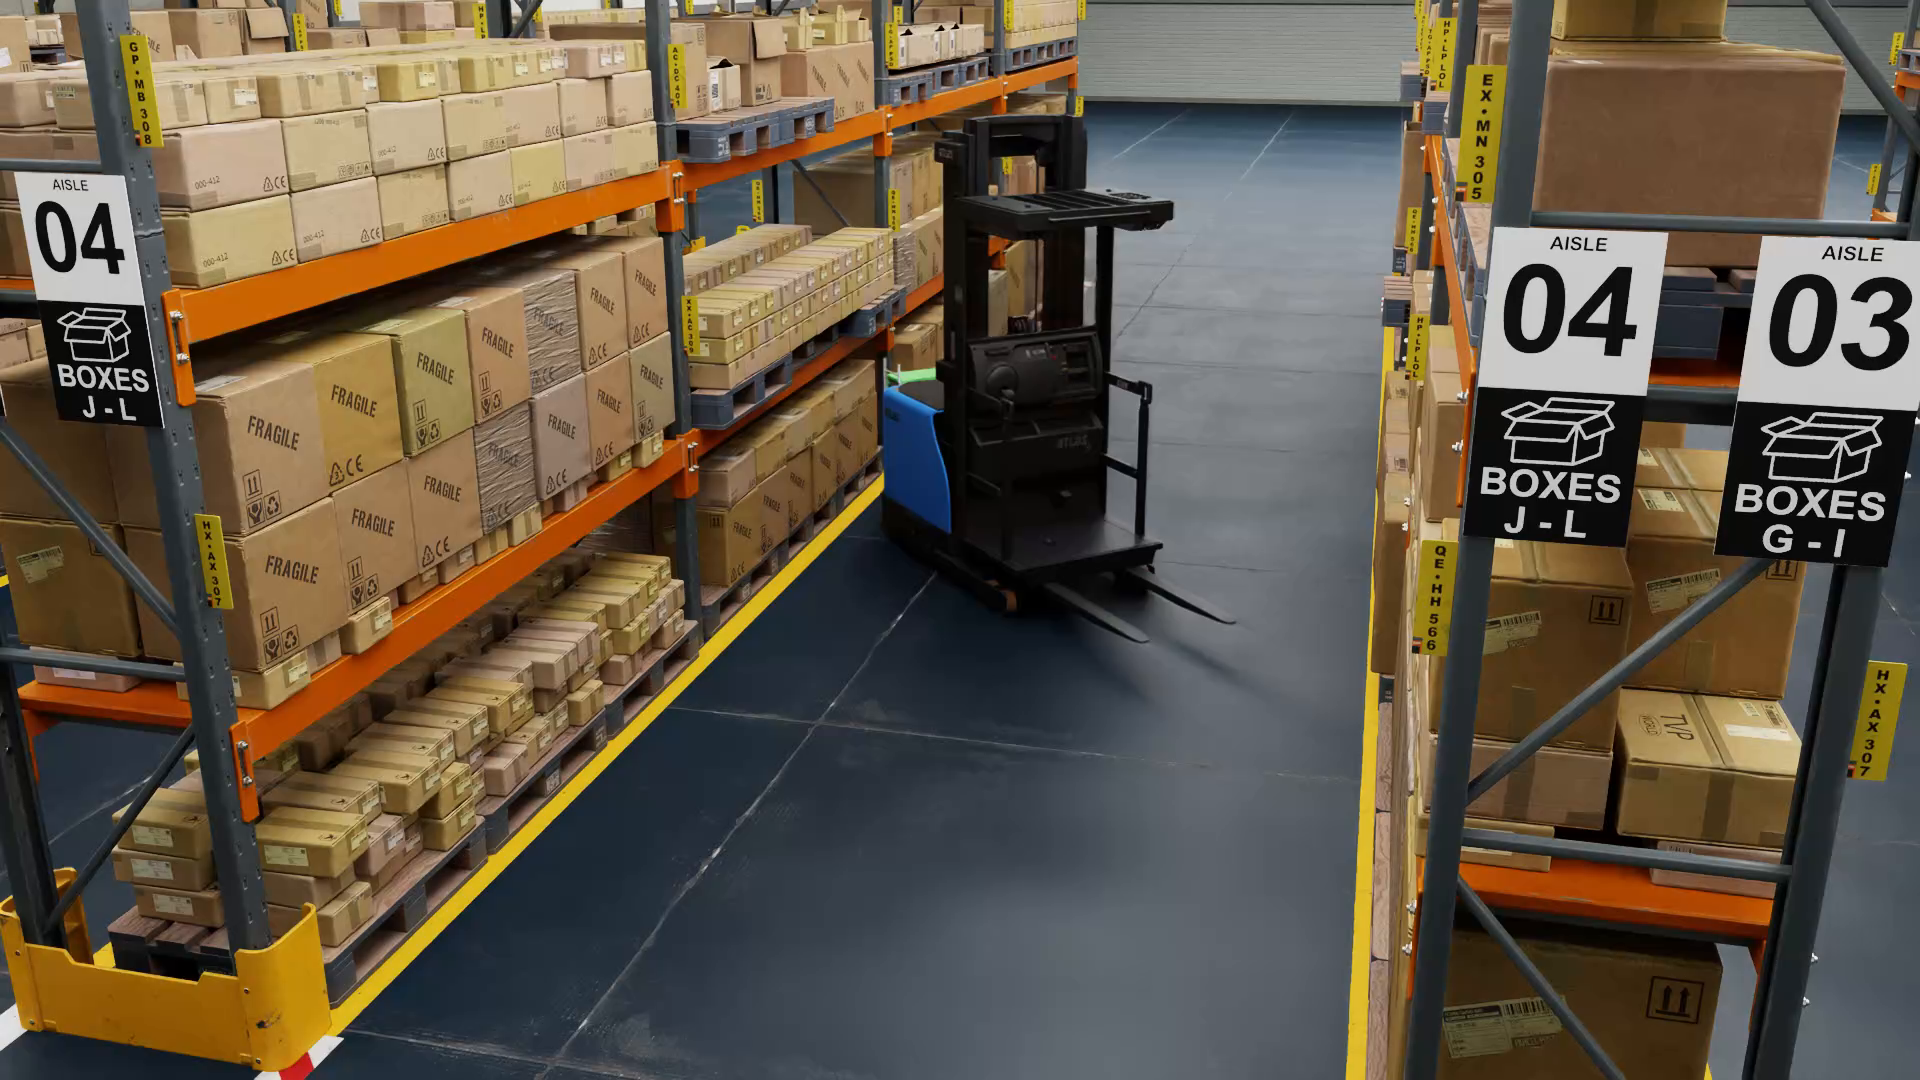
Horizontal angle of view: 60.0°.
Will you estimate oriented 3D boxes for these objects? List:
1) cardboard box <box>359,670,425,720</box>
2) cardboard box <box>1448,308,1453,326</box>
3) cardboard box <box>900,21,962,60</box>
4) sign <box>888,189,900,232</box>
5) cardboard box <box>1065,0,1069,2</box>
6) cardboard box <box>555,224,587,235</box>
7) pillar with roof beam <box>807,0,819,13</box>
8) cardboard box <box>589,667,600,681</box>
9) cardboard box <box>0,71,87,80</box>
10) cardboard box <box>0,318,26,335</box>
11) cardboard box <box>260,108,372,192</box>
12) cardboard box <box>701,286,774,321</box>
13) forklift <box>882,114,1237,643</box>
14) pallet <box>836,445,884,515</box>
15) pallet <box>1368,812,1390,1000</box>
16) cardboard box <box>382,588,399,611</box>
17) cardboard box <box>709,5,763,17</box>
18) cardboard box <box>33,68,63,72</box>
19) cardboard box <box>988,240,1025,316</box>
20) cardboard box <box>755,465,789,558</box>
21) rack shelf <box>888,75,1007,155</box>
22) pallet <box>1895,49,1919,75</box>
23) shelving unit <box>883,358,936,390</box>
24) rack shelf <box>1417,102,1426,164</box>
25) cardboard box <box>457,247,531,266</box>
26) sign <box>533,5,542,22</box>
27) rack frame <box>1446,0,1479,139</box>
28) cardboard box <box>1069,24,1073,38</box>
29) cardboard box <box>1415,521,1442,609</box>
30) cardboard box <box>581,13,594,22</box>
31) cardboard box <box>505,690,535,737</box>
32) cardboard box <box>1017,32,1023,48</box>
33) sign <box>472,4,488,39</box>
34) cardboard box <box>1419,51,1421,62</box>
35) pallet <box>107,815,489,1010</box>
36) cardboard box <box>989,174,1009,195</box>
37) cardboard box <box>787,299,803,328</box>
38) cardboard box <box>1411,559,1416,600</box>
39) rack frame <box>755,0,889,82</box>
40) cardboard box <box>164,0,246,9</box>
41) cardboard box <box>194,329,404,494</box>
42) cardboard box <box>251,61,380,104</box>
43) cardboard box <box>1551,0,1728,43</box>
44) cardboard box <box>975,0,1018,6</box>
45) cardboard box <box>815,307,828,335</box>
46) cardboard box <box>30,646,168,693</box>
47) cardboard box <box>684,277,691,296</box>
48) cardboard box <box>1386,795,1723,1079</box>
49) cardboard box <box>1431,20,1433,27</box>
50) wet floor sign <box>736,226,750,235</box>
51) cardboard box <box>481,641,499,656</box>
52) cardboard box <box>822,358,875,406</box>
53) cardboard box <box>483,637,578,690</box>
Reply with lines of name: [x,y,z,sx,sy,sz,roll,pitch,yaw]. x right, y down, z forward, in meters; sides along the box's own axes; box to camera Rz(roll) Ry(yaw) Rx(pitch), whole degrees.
cardboard box: [-2.744,0.719,7.783,0.380,0.149,0.250,4,19,12]
cardboard box: [2.917,-1.113,8.600,0.797,0.503,0.637,4,19,12]
cardboard box: [-0.276,-4.378,14.557,0.500,0.311,0.500,4,19,11]
sign: [-0.510,-2.538,12.809,0.100,0.325,0.005,5,19,13]
cardboard box: [1.038,-6.208,18.932,0.380,0.149,0.250,5,19,14]
cardboard box: [-4.391,-3.438,18.553,0.380,0.149,0.250,5,19,14]
pillar with roof beam: [0.271,-15.199,42.265,9.100,9.000,0.400,5,19,13]
cardboard box: [-2.110,0.722,8.694,0.380,0.149,0.250,4,19,12]
cardboard box: [-3.063,-1.532,5.735,0.380,0.149,0.250,5,19,14]
cardboard box: [-6.460,-1.454,10.763,0.500,0.250,0.500,4,19,12]
cardboard box: [-2.507,-1.426,6.039,0.500,0.250,0.500,4,19,13]
cardboard box: [-1.346,-1.430,10.053,0.380,0.149,0.250,5,19,14]
forklift: [0.592,-1.084,10.326,1.130,2.935,3.031,-10,21,-27]
pallet: [-1.231,-0.503,12.834,1.003,0.211,1.213,5,19,13]
pallet: [2.211,1.545,6.838,1.003,0.211,1.213,5,19,13]
cardboard box: [-2.526,0.228,6.768,0.380,0.149,0.250,6,20,16]
cardboard box: [-1.555,-3.547,11.451,0.396,0.266,0.258,5,19,13]
cardboard box: [-6.192,-3.050,11.046,0.380,0.166,0.250,3,19,10]
cardboard box: [0.160,-2.706,17.607,0.875,0.875,0.875,5,19,14]
cardboard box: [-1.451,-0.206,10.868,0.500,0.500,0.500,6,20,16]
rack shelf: [-0.550,-3.773,14.567,1.077,0.370,4.000,5,19,13]
pallet: [10.207,-4.839,16.866,1.003,0.211,1.213,5,19,13]
shelving unit: [-0.265,-0.725,11.954,0.503,1.200,0.258,-10,21,-28]
rack shelf: [4.235,-3.350,13.327,1.077,0.370,4.000,5,19,13]
cardboard box: [-2.474,-1.189,8.367,0.500,0.500,0.500,4,19,12]
sign: [-4.347,-5.488,17.065,0.100,0.325,0.005,5,19,13]
rack frame: [2.769,-3.229,7.220,1.000,3.000,0.127,5,19,13]
cardboard box: [1.101,-5.912,19.298,0.380,0.149,0.250,5,19,14]
cardboard box: [2.025,0.139,6.413,0.500,0.250,0.500,5,19,13]
cardboard box: [-4.282,-5.759,18.423,0.380,0.149,0.250,4,19,12]
cardboard box: [-2.278,0.806,7.988,0.380,0.149,0.250,6,20,16]
cardboard box: [0.419,-5.036,16.736,0.380,0.149,0.250,5,19,14]
sign: [-2.555,-2.707,8.922,0.100,0.325,0.005,5,19,13]
cardboard box: [5.212,-5.207,17.884,0.500,0.250,0.500,4,19,12]
pallet: [-2.742,1.484,7.017,1.003,0.211,1.213,5,19,13]
cardboard box: [0.017,-3.509,17.088,0.875,0.550,0.550,5,19,13]
cardboard box: [-1.223,-1.450,10.571,0.380,0.149,0.250,5,20,16]
cardboard box: [2.058,0.201,6.846,0.380,0.149,0.250,5,19,14]
rack frame: [-1.039,-4.906,12.130,1.000,3.000,0.127,5,19,13]
cardboard box: [-9.122,-6.388,20.144,0.797,0.503,0.637,5,20,15]
cardboard box: [-2.509,-0.500,6.348,0.500,0.500,0.500,5,20,15]
cardboard box: [-2.456,-1.740,6.343,0.380,0.149,0.250,5,20,15]
cardboard box: [2.295,-1.837,5.664,0.500,0.250,0.500,4,19,12]
cardboard box: [0.357,-5.332,16.369,0.380,0.149,0.250,5,19,14]
cardboard box: [-1.095,-1.469,11.087,0.380,0.149,0.250,4,19,11]
cardboard box: [-3.188,0.434,6.164,0.380,0.149,0.250,5,19,13]
cardboard box: [-1.913,-1.564,10.444,0.380,0.149,0.250,5,19,13]
cardboard box: [1.870,1.463,5.401,0.875,0.875,0.875,5,19,13]
cardboard box: [4.283,-4.130,13.688,0.797,0.503,0.637,5,20,16]
wet floor sign: [-2.825,-3.795,21.800,0.267,0.644,0.232,12,22,32]
cardboard box: [-2.573,0.619,8.537,0.380,0.149,0.250,6,20,16]
cardboard box: [-0.952,-1.203,12.627,0.500,0.250,0.500,4,19,12]
cardboard box: [-2.098,0.602,8.126,0.380,0.149,0.250,4,19,11]
